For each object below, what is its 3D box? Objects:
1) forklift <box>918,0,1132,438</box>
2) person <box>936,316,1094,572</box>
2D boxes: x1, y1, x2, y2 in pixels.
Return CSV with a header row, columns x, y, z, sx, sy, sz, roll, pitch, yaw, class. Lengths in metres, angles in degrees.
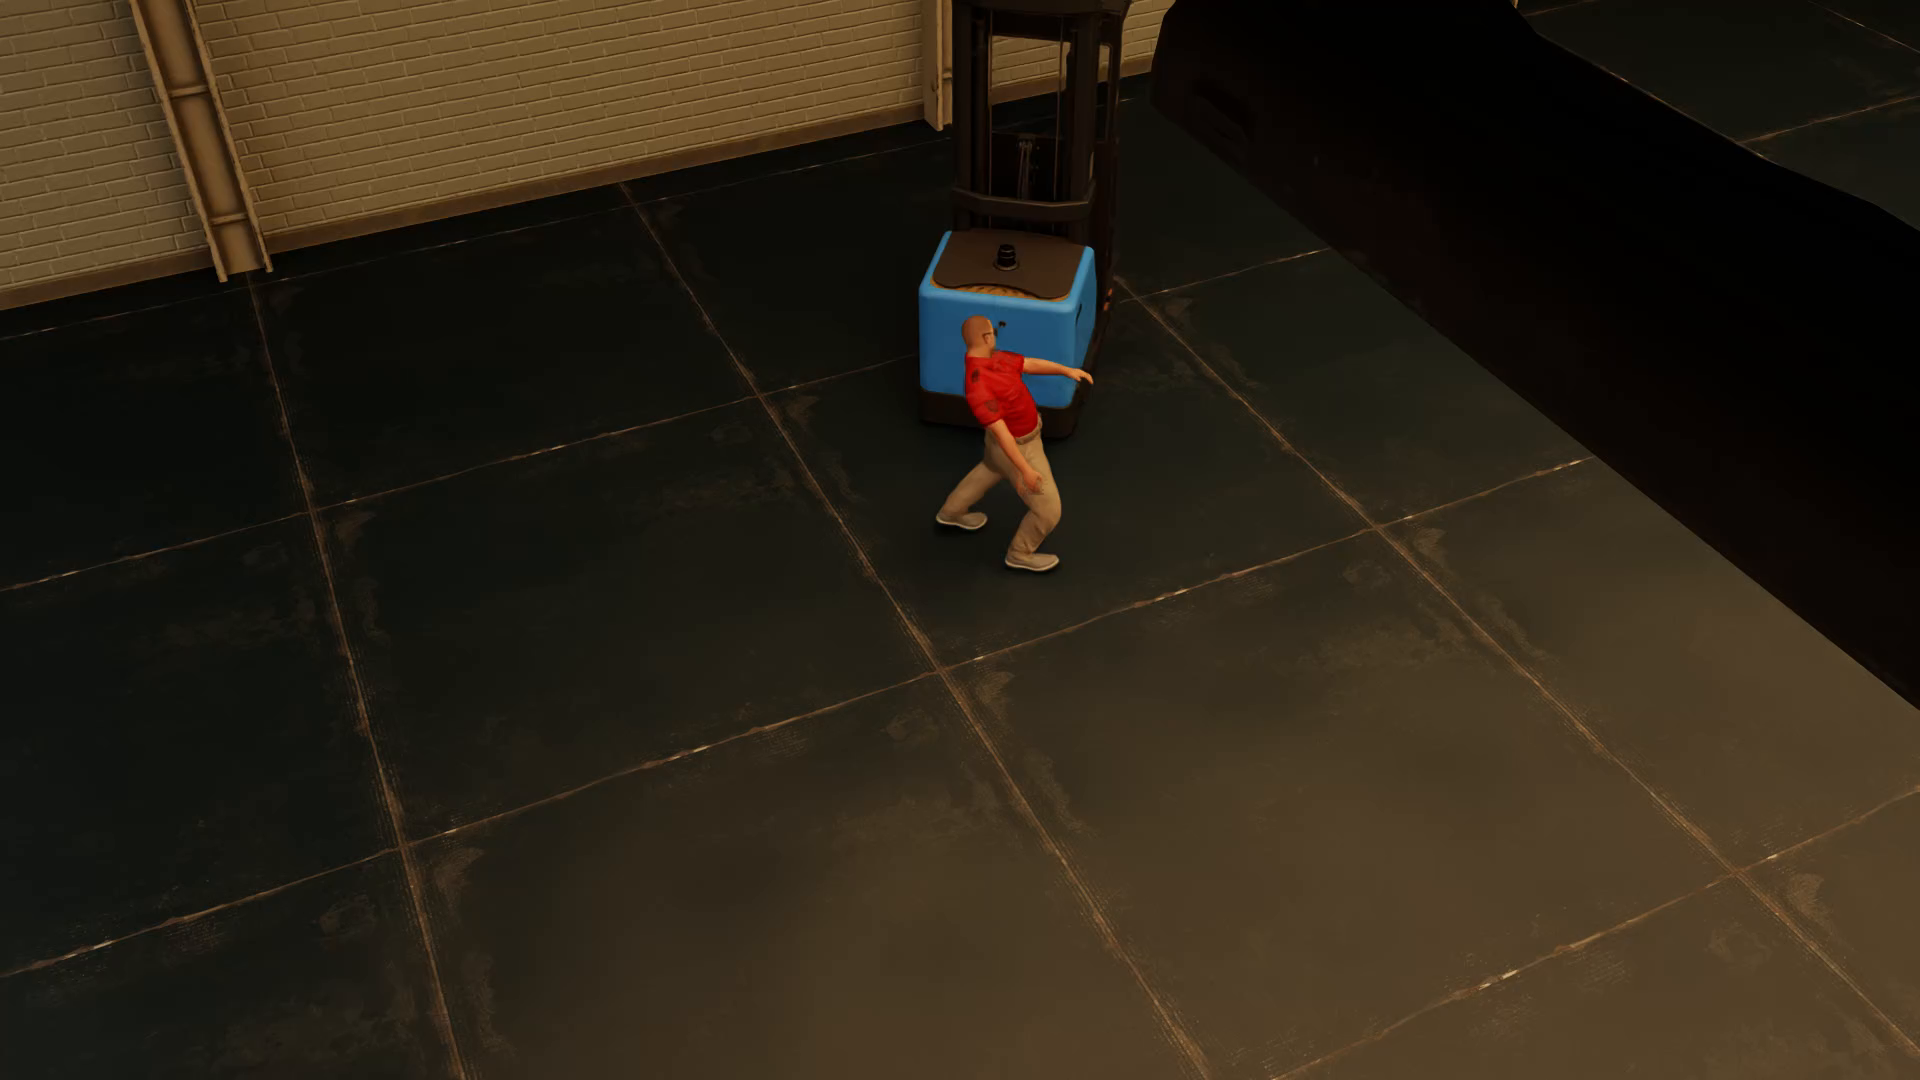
x,y,z,sx,sy,sz,roll,pitch,yaw,class
0.544,-2.749,11.310,1.130,2.935,3.031,8,41,10,forklift
0.358,-0.524,9.693,0.853,1.560,0.832,-9,41,-10,person
